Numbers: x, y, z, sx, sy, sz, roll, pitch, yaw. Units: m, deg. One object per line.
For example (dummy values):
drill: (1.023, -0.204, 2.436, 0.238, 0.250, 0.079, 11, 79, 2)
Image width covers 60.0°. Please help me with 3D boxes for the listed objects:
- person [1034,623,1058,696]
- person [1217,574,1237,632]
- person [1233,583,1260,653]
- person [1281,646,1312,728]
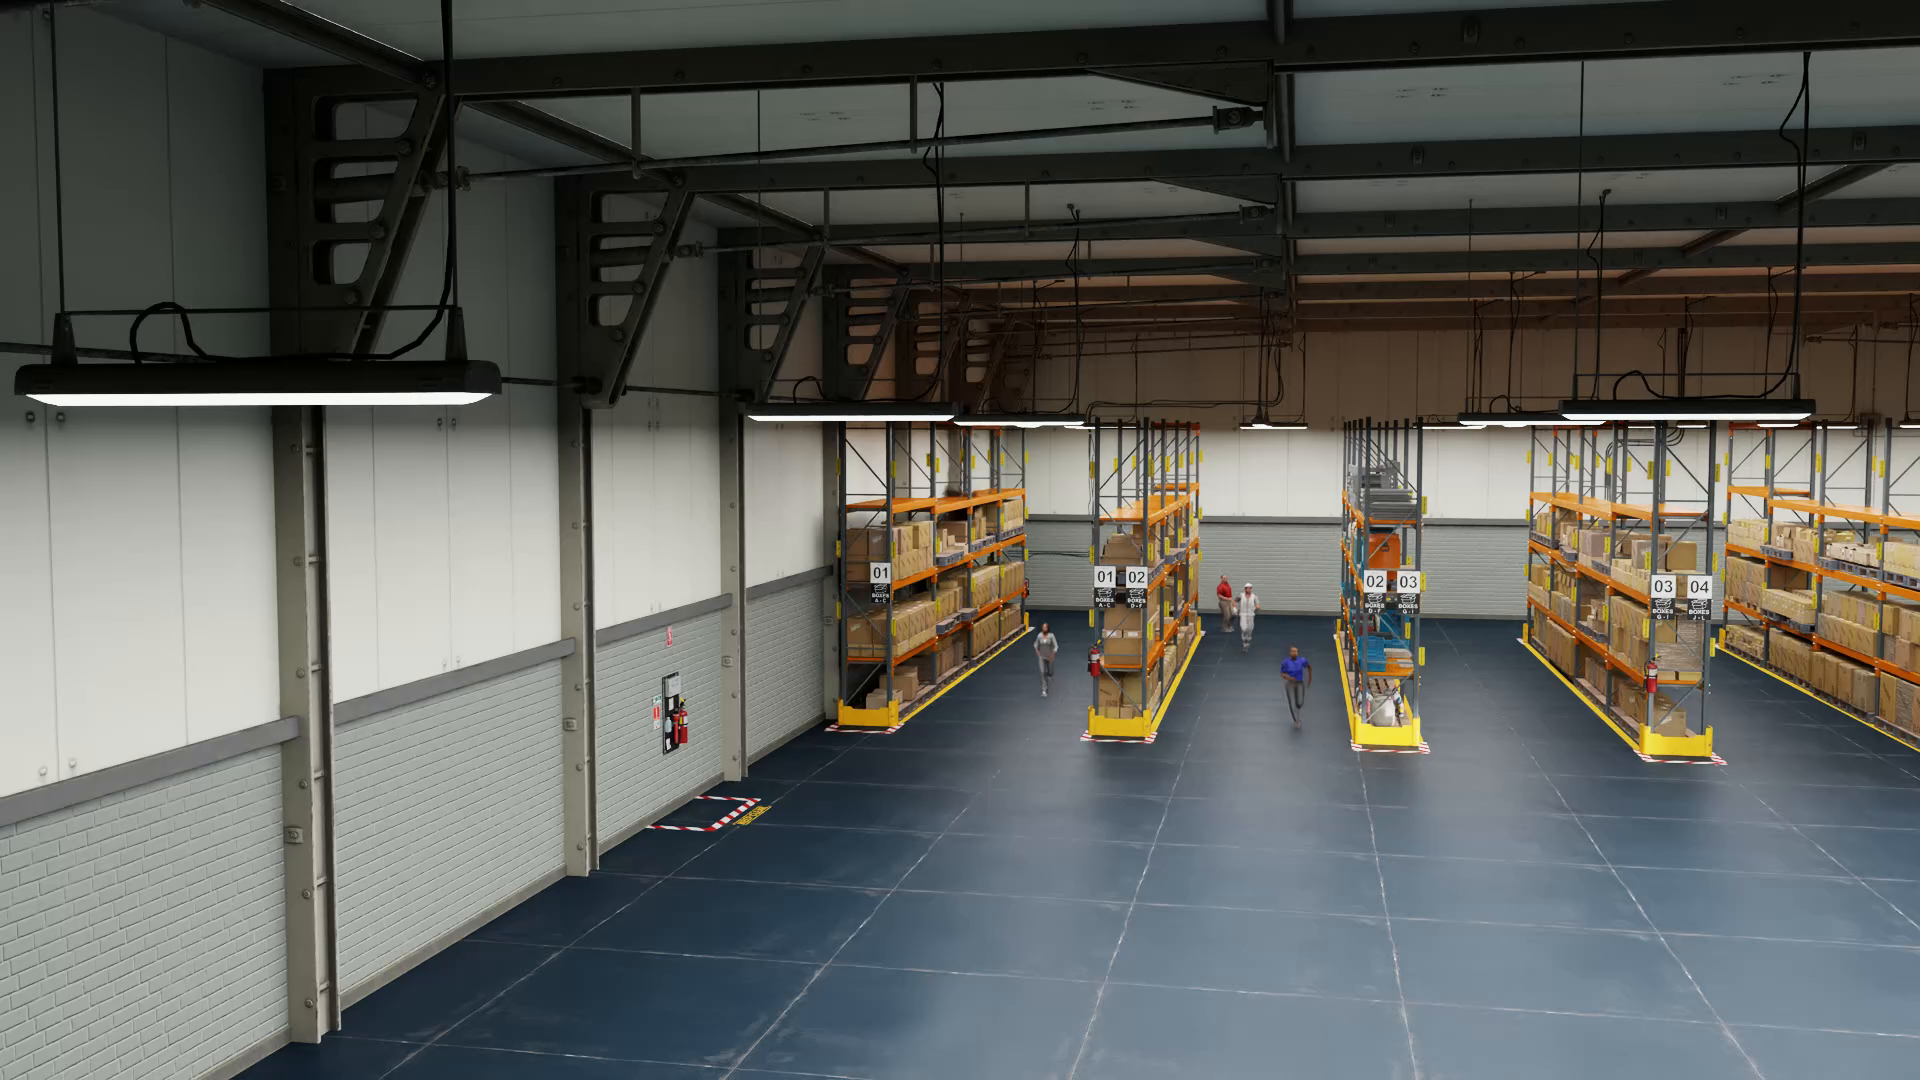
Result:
person: (1.882, 2.608, 36.448, 0.530, 1.559, 0.853, 0, 4, 4)
person: (7.603, 1.817, 47.357, 0.723, 1.693, 0.581, -3, 5, -40)
person: (7.488, 2.029, 43.437, 0.669, 1.807, 0.762, 0, 4, 1)
person: (6.503, 2.846, 32.127, 0.609, 1.602, 0.587, 0, 4, 7)
